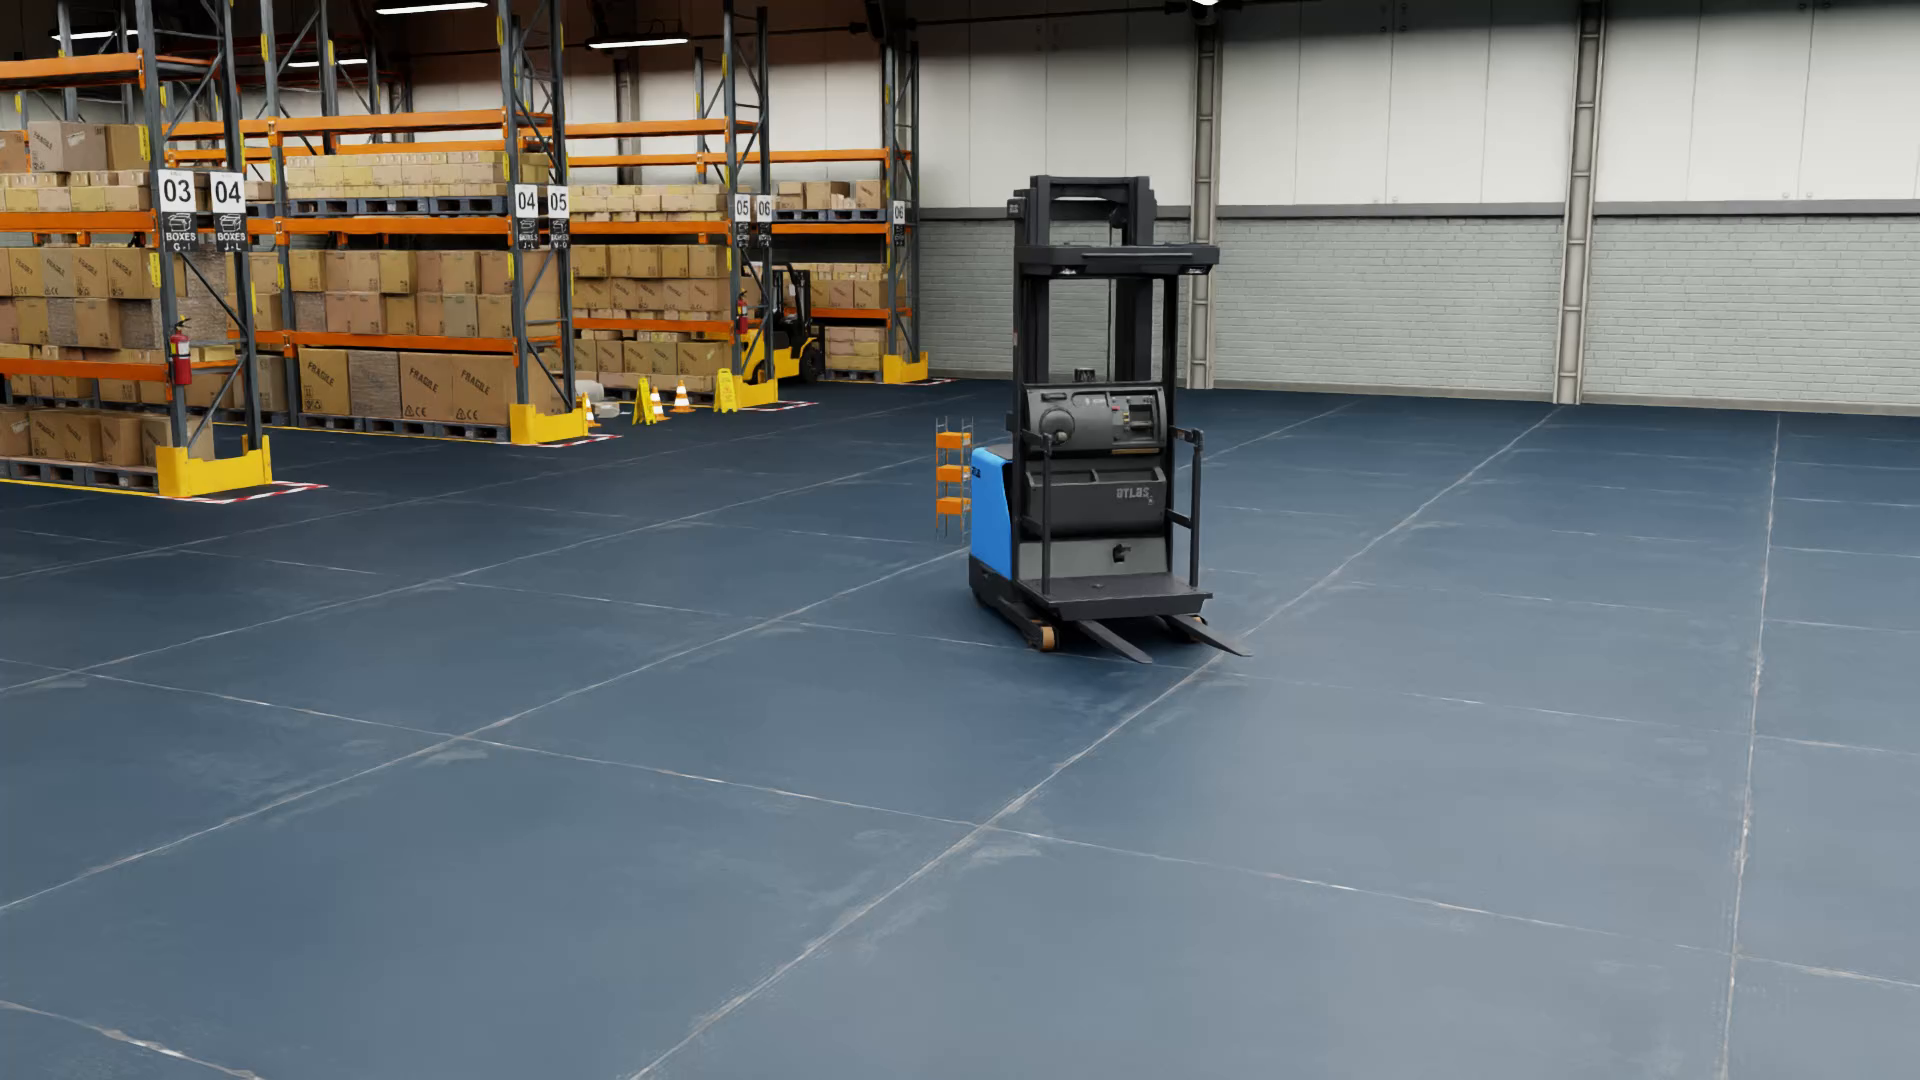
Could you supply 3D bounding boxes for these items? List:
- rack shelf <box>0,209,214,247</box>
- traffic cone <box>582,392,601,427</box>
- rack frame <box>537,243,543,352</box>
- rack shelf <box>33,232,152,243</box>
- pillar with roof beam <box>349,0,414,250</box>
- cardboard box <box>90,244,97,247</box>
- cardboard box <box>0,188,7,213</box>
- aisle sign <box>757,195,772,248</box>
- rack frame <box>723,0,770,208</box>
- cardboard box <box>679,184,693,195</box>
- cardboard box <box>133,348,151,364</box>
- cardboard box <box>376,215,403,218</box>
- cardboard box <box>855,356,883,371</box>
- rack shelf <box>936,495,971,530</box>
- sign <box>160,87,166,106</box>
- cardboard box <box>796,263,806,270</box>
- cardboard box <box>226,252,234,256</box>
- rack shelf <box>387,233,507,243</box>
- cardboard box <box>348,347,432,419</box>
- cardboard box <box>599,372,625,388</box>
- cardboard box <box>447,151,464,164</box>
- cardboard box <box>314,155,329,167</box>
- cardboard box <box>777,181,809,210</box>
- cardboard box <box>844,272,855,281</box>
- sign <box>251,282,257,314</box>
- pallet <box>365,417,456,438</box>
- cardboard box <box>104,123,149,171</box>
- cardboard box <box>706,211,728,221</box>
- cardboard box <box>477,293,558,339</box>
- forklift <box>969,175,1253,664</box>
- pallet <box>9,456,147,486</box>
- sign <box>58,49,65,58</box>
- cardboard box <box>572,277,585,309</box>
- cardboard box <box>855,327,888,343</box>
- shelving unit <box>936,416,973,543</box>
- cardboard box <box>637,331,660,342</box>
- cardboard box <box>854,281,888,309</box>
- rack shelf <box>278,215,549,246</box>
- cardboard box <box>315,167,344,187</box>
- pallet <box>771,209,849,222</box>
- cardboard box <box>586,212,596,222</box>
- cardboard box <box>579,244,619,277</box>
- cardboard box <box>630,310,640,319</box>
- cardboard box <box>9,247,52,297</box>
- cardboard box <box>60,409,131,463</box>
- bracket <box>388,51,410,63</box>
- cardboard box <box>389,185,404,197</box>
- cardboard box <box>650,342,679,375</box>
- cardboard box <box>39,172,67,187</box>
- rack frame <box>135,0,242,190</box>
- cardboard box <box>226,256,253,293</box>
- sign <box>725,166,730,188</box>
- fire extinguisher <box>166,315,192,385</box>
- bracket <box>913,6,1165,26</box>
[{"bbox_3d":[-9.379,-3.275,17.502,4.000,0.370,1.077,5,11,26],"label":"rack shelf"},{"bbox_3d":[-5.148,-1.800,22.878,0.334,0.463,0.336,5,11,26],"label":"traffic cone"},{"bbox_3d":[-8.182,-5.002,33.444,0.127,3.000,1.000,5,11,26],"label":"rack frame"},{"bbox_3d":[-15.756,-5.804,31.472,4.000,0.370,1.077,5,11,26],"label":"rack shelf"},{"bbox_3d":[-13.899,-7.780,31.951,0.548,9.000,9.100,5,11,26],"label":"pillar with roof beam"},{"bbox_3d":[-16.196,-5.523,31.413,0.250,0.149,0.380,5,11,26],"label":"cardboard box"},{"bbox_3d":[-9.965,-3.555,17.449,0.500,0.250,0.500,5,11,24],"label":"cardboard box"},{"bbox_3d":[-3.008,-4.902,25.595,0.004,0.787,0.394,5,11,26],"label":"aisle sign"},{"bbox_3d":[-3.201,-6.530,25.045,0.127,3.000,1.000,5,11,26],"label":"rack frame"},{"bbox_3d":[-4.086,-5.346,25.391,0.250,0.149,0.380,5,11,25],"label":"cardboard box"},{"bbox_3d":[-8.156,-1.881,16.908,0.250,0.149,0.380,5,11,26],"label":"cardboard box"},{"bbox_3d":[-9.529,-5.658,28.365,0.500,0.500,0.700,5,11,26],"label":"cardboard box"},{"bbox_3d":[-1.569,-3.212,30.095,0.500,0.250,0.500,5,11,26],"label":"cardboard box"},{"bbox_3d":[-0.048,-0.237,14.211,0.240,0.259,0.215,5,11,26],"label":"rack shelf"},{"bbox_3d":[-14.230,-7.927,29.694,0.005,0.325,0.100,5,11,26],"label":"sign"},{"bbox_3d":[-2.800,-5.001,30.501,0.250,0.149,0.380,5,11,27],"label":"cardboard box"},{"bbox_3d":[-12.777,-4.909,29.843,0.500,0.500,0.500,5,11,24],"label":"cardboard box"},{"bbox_3d":[-9.975,-6.281,34.112,4.000,0.370,1.077,5,11,26],"label":"rack shelf"},{"bbox_3d":[-7.544,-2.125,22.336,0.875,0.875,0.875,5,11,26],"label":"cardboard box"},{"bbox_3d":[-5.417,-2.576,26.582,0.500,0.250,0.500,5,11,25],"label":"cardboard box"},{"bbox_3d":[-6.205,-4.793,20.874,0.250,0.149,0.380,5,12,27],"label":"cardboard box"},{"bbox_3d":[-8.255,-4.973,21.868,0.250,0.149,0.380,5,11,25],"label":"cardboard box"},{"bbox_3d":[-2.894,-6.299,30.439,0.637,0.503,0.797,5,12,28],"label":"cardboard box"},{"bbox_3d":[-1.890,-4.768,30.050,0.250,0.149,0.380,5,12,27],"label":"cardboard box"},{"bbox_3d":[-7.346,-2.508,17.236,0.005,0.325,0.100,5,11,26],"label":"sign"},{"bbox_3d":[-7.142,-1.555,22.227,1.213,0.211,1.003,5,11,26],"label":"pallet"},{"bbox_3d":[-8.797,-4.073,17.372,0.500,0.500,0.500,5,11,26],"label":"cardboard box"},{"bbox_3d":[-3.644,-4.914,25.243,0.250,0.149,0.380,5,11,26],"label":"cardboard box"},{"bbox_3d":[-5.653,-2.876,21.276,0.550,0.550,0.875,5,11,26],"label":"cardboard box"},{"bbox_3d":[0.941,-0.818,10.519,1.130,2.935,3.031,-3,11,-15],"label":"forklift"},{"bbox_3d":[-9.457,-0.796,18.033,1.213,0.211,1.003,5,11,26],"label":"pallet"},{"bbox_3d":[-12.706,-6.773,23.543,0.005,0.325,0.100,5,11,26],"label":"sign"},{"bbox_3d":[-6.056,-3.974,26.650,0.500,0.500,0.500,5,11,26],"label":"cardboard box"},{"bbox_3d":[-1.559,-3.704,30.005,0.500,0.250,0.500,5,12,28],"label":"cardboard box"},{"bbox_3d":[-0.048,-0.521,14.160,0.252,1.050,0.215,5,11,26],"label":"shelving unit"},{"bbox_3d":[-4.853,-3.201,26.110,0.250,0.149,0.380,6,12,28],"label":"cardboard box"},{"bbox_3d":[-1.565,-4.417,29.935,0.500,0.500,0.500,5,11,25],"label":"cardboard box"},{"bbox_3d":[-7.094,-4.060,21.835,4.000,0.370,1.077,5,11,26],"label":"rack shelf"},{"bbox_3d":[-8.120,-4.777,21.904,0.500,0.250,0.500,5,11,25],"label":"cardboard box"},{"bbox_3d":[-2.728,-5.960,30.563,1.213,0.211,1.003,5,11,26],"label":"pallet"},{"bbox_3d":[-5.694,-5.102,26.280,0.250,0.149,0.380,5,11,24],"label":"cardboard box"},{"bbox_3d":[-5.602,-4.424,26.330,0.500,0.500,0.700,5,11,25],"label":"cardboard box"},{"bbox_3d":[-4.993,-3.574,26.259,0.250,0.149,0.380,5,11,26],"label":"cardboard box"},{"bbox_3d":[-9.531,-2.806,17.389,0.500,0.500,0.500,5,11,26],"label":"cardboard box"},{"bbox_3d":[-9.242,-1.118,17.826,0.500,0.500,0.500,6,12,31],"label":"cardboard box"},{"bbox_3d":[-11.780,-10.150,34.936,0.430,0.232,0.235,5,11,26],"label":"bracket"},{"bbox_3d":[-7.116,-4.480,21.386,0.250,0.149,0.380,5,11,27],"label":"cardboard box"},{"bbox_3d":[-4.504,-2.863,26.063,0.500,0.500,0.500,6,12,28],"label":"cardboard box"},{"bbox_3d":[-9.136,-3.670,16.964,0.250,0.149,0.380,4,11,23],"label":"cardboard box"},{"bbox_3d":[-7.585,-4.948,16.300,0.127,3.000,1.000,5,11,26],"label":"rack frame"},{"bbox_3d":[-9.797,-3.715,23.244,0.500,0.500,0.700,5,11,25],"label":"cardboard box"},{"bbox_3d":[-3.464,-5.403,24.752,0.005,0.325,0.100,5,11,26],"label":"sign"},{"bbox_3d":[-7.687,-1.875,16.385,0.183,0.674,0.296,5,11,26],"label":"fire extinguisher"},{"bbox_3d":[1.308,-9.000,28.582,4.783,0.066,0.076,5,11,26],"label":"bracket"}]
